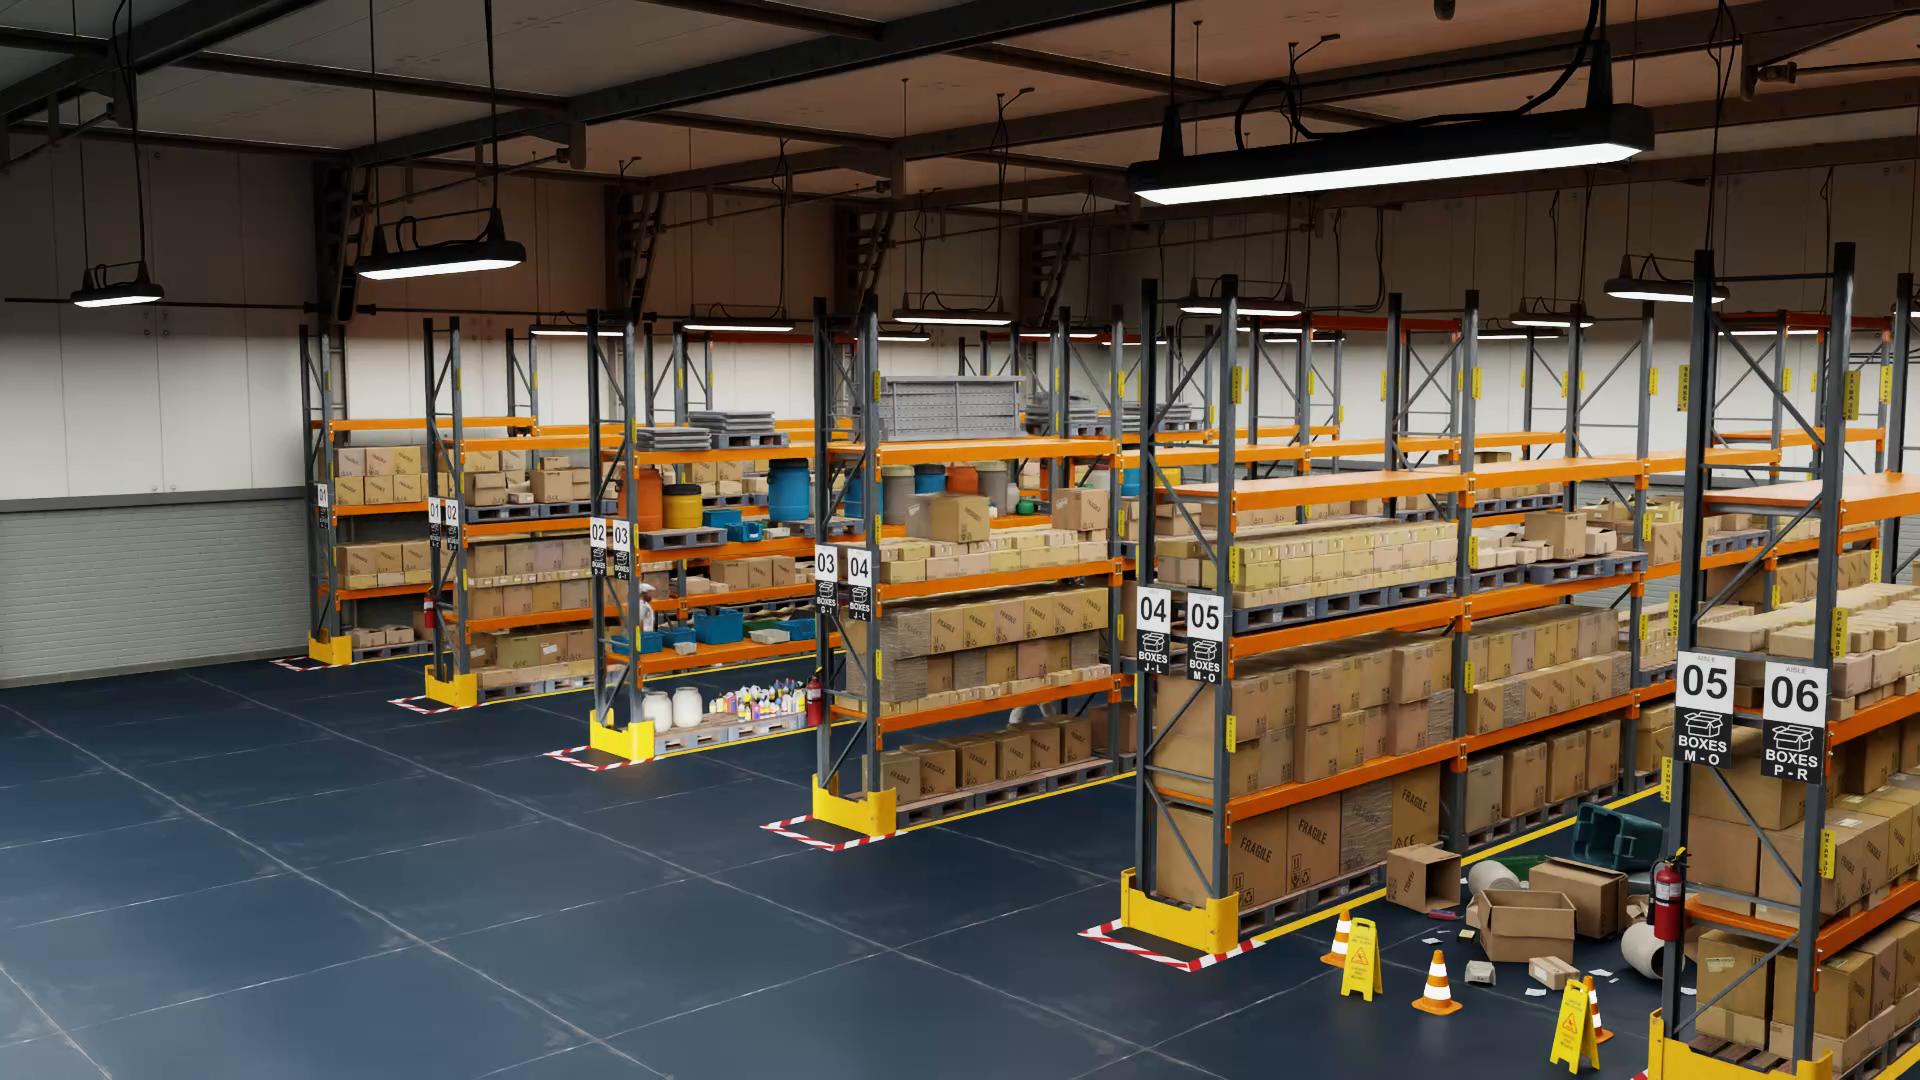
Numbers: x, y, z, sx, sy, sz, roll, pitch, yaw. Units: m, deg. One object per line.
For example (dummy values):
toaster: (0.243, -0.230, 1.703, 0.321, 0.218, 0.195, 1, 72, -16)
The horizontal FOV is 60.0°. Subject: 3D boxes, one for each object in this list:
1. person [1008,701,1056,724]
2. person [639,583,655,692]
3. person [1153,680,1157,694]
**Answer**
person: (0.957, 1.975, 22.869, 1.129, 1.709, 0.670, -5, 7, -39)
person: (-5.126, 1.572, 26.705, 0.519, 1.758, 0.599, -4, 7, -35)
person: (2.981, 1.802, 25.627, 0.742, 1.570, 0.574, -3, 7, -30)
